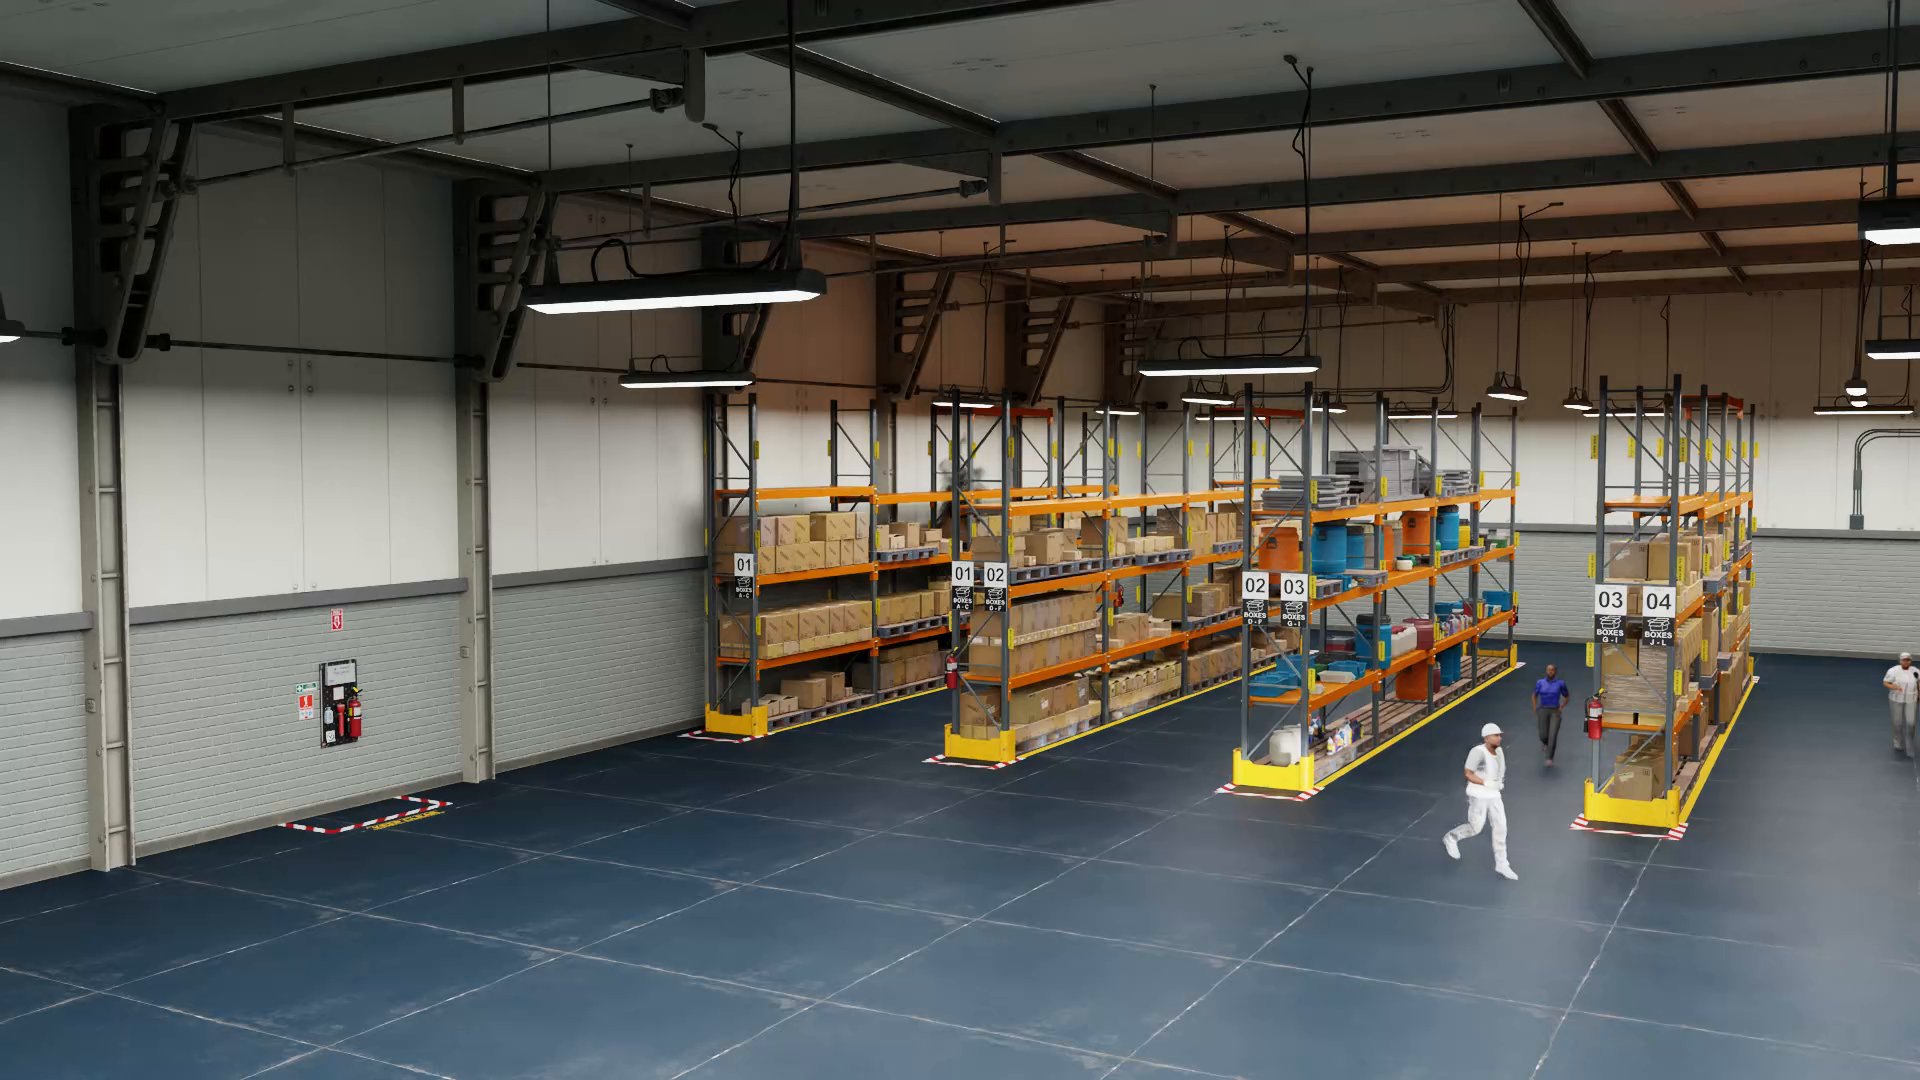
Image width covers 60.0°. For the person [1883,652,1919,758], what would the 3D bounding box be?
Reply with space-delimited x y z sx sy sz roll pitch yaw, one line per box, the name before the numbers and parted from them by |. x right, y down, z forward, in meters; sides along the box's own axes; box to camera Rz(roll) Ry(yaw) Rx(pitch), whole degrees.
person | 15.551 2.708 27.434 0.590 1.717 0.762 1 3 26

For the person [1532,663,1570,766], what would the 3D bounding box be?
person | 9.429 2.777 26.547 0.581 1.606 0.592 1 3 24

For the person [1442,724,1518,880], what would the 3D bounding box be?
person | 6.192 3.045 19.708 0.708 1.776 1.041 -2 4 -38
